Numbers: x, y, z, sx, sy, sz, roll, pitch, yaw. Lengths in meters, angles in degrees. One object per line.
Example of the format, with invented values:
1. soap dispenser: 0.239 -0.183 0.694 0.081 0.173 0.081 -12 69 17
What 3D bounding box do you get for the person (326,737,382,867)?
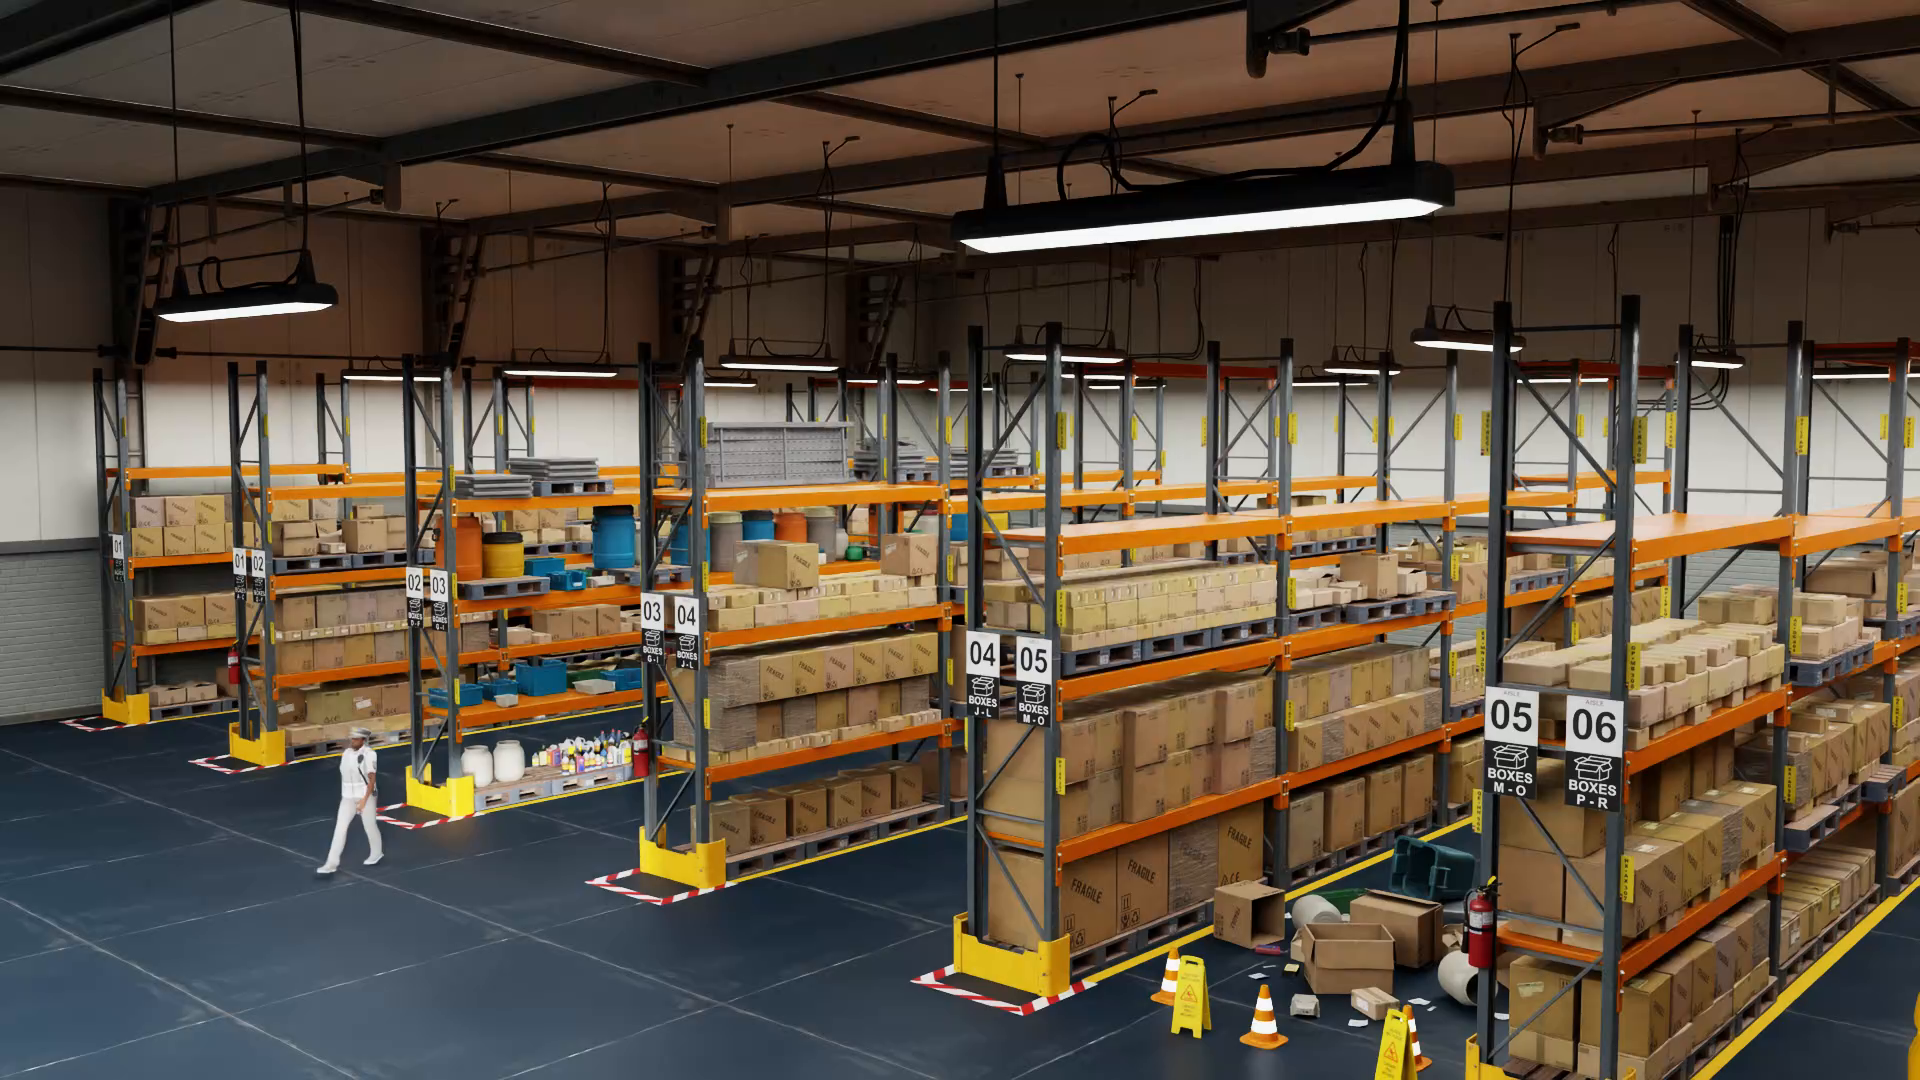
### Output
1. person: -6.882 2.911 18.984 0.485 1.549 0.718 1 4 7
